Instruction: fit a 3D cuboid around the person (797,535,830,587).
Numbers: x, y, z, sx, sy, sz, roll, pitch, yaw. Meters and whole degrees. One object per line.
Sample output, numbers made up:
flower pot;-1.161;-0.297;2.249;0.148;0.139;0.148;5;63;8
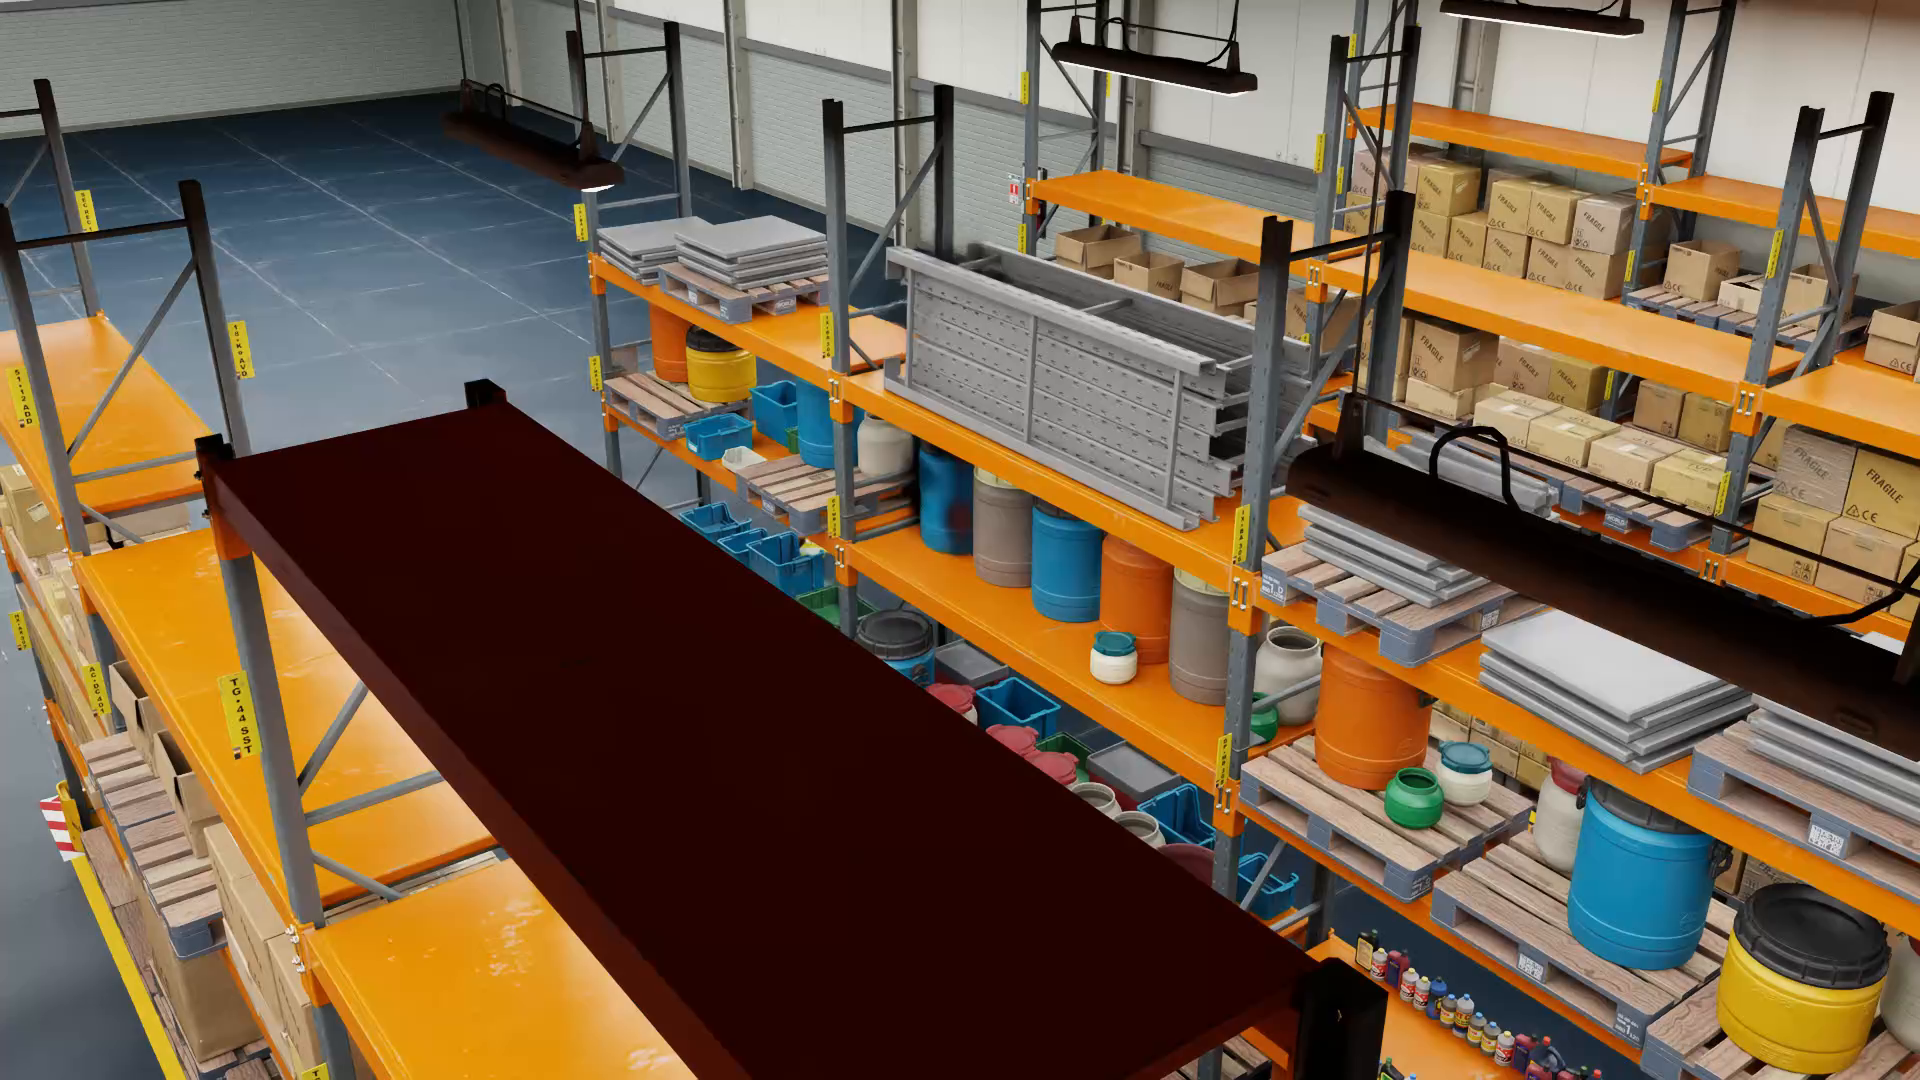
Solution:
person;-1.470;0.081;16.775;0.624;1.709;0.723;9;26;20
